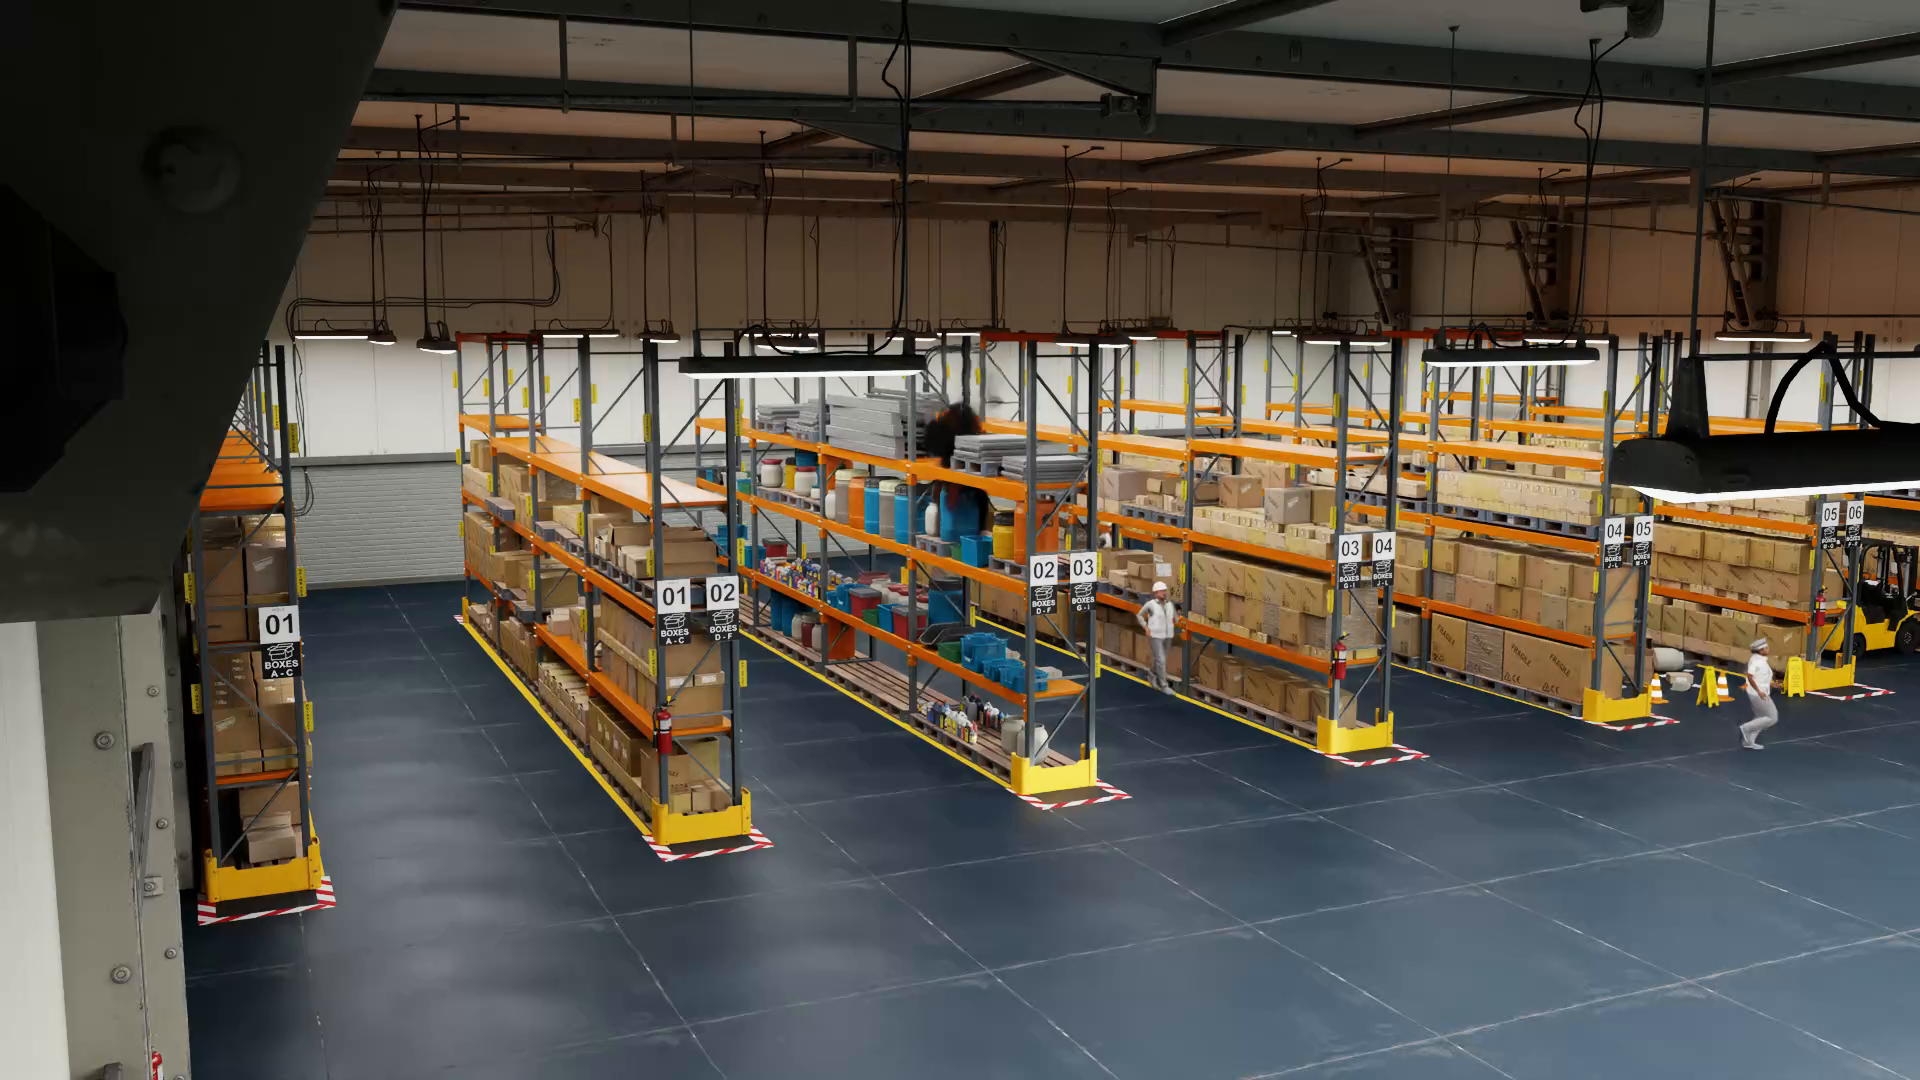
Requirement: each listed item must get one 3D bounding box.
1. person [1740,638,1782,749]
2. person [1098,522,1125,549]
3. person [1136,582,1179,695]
[{"bbox_3d":[11.717,2.248,24.309,0.554,1.659,0.573,2,8,18],"label":"person"},{"bbox_3d":[3.423,0.455,37.125,0.632,1.748,0.601,-3,8,-19],"label":"person"},{"bbox_3d":[3.226,1.575,26.699,0.662,1.809,0.898,-4,9,-28],"label":"person"}]
